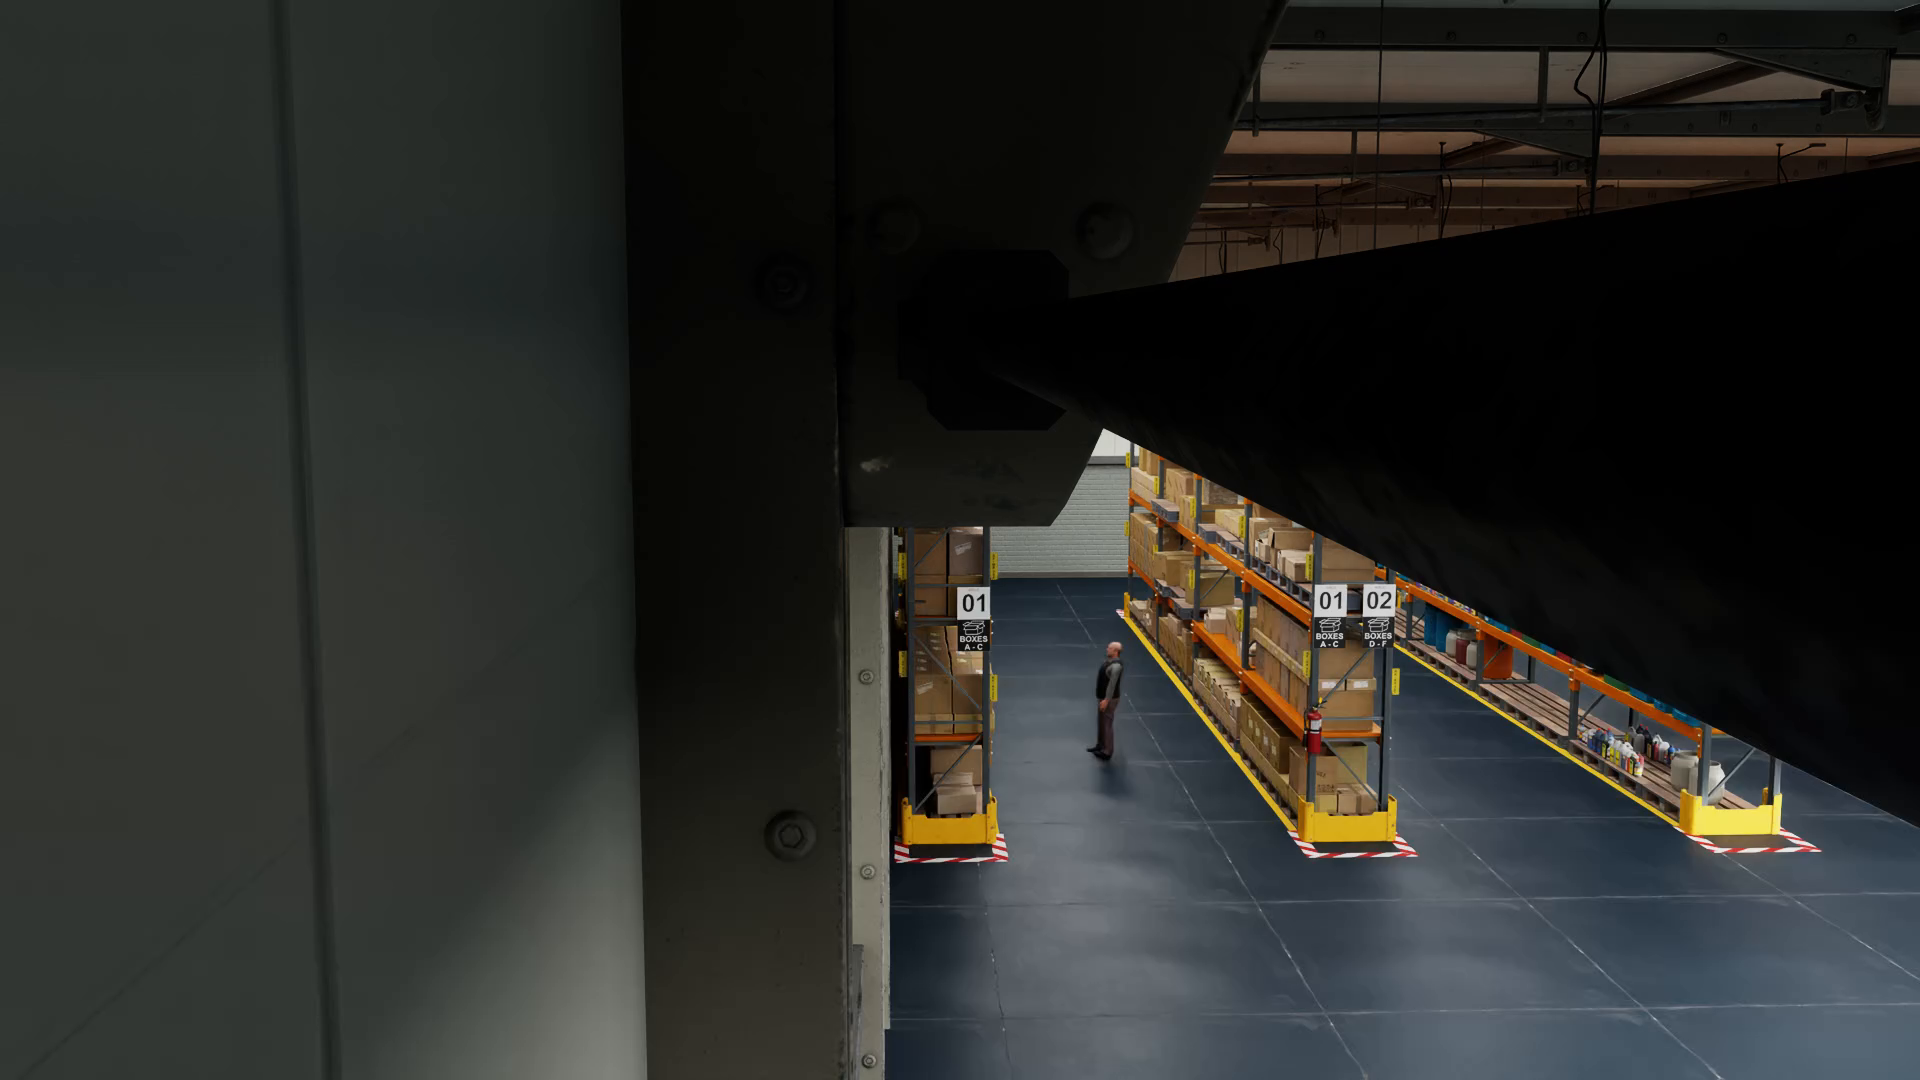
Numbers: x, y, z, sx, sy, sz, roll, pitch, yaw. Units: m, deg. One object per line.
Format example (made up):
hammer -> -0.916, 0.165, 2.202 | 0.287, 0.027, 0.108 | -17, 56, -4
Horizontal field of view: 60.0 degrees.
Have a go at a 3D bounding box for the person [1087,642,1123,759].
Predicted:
person -> 2.131, 2.352, 24.502 | 0.527, 1.718, 0.554 | 1, 7, 6

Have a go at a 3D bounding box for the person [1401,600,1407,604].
person -> 10.508, 0.631, 38.138 | 0.852, 1.638, 0.498 | -5, 9, -36
